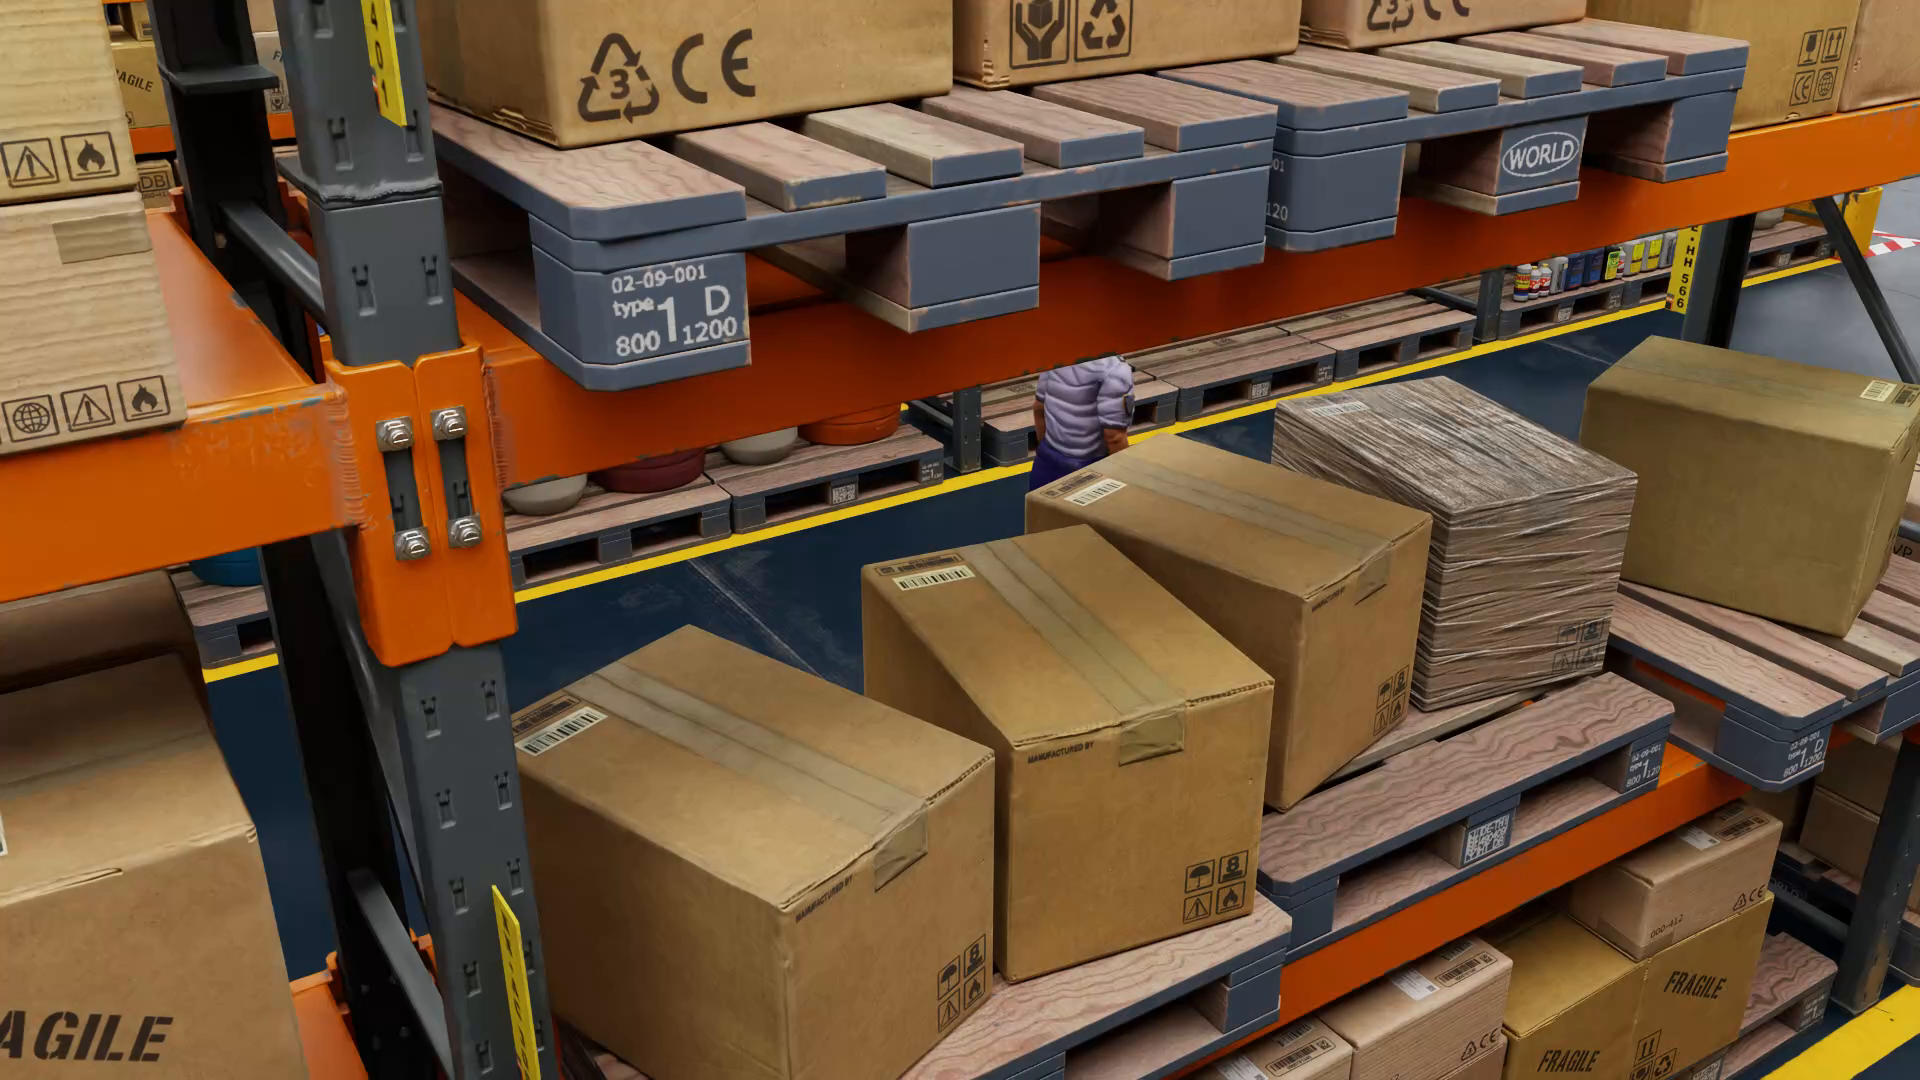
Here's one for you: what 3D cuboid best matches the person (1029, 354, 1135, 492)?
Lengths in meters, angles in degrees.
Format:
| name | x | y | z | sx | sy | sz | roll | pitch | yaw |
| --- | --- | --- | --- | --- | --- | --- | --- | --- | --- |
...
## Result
| name | x | y | z | sx | sy | sz | roll | pitch | yaw |
| --- | --- | --- | --- | --- | --- | --- | --- | --- | --- |
| person | 0.504 | -0.217 | 6.576 | 0.368 | 1.653 | 0.563 | -17 | 30 | -32 |
